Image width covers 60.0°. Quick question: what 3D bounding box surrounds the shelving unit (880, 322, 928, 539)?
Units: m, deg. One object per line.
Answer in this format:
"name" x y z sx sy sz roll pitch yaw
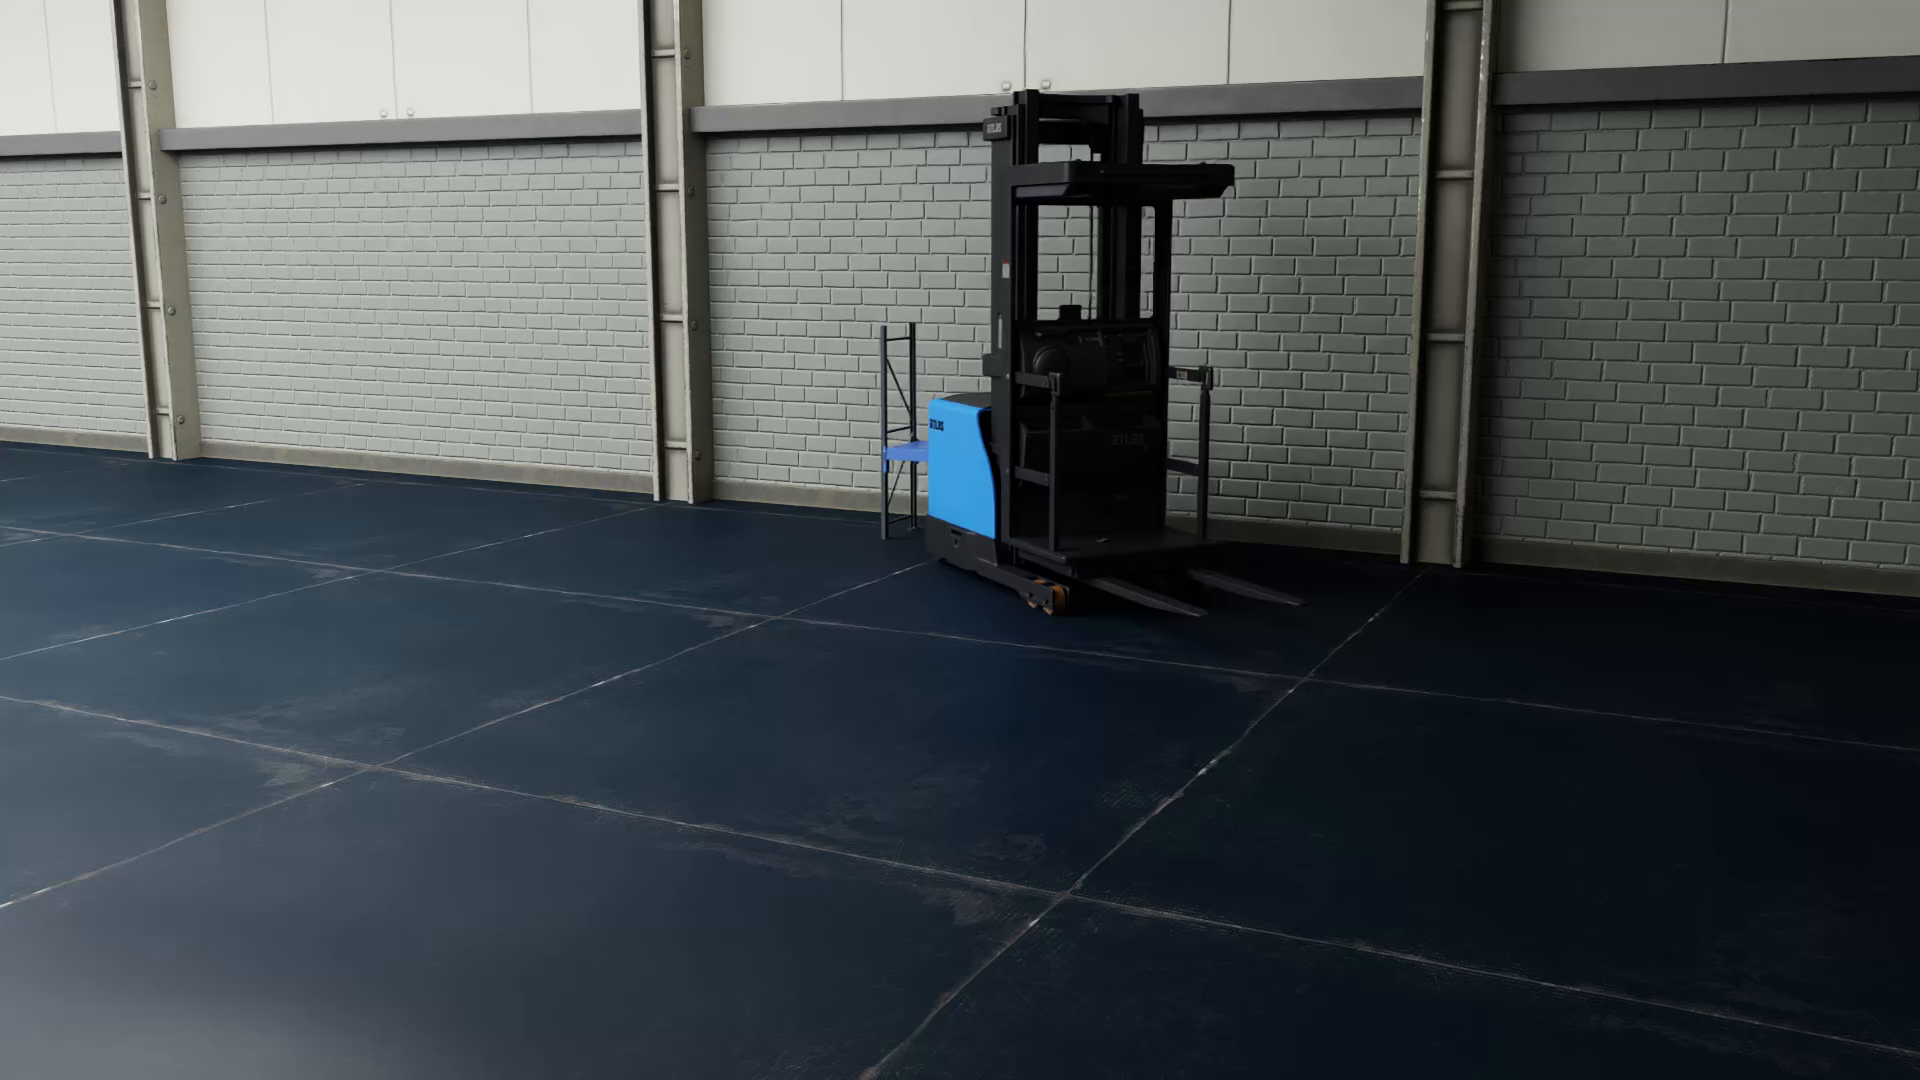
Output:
"shelving unit" 0.027 -0.746 11.639 1.048 1.500 0.538 5 11 24

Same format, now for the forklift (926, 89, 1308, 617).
"forklift" 0.863 -1.109 9.627 1.130 2.935 3.031 -5 11 -25

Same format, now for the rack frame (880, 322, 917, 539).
"rack frame" -0.435 -0.783 11.848 0.032 1.500 0.500 5 11 24

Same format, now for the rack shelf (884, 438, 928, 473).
"rack shelf" 0.027 -0.569 11.671 1.000 0.185 0.538 5 11 24

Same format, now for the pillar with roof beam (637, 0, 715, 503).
"pillar with roof beam" -4.153 -4.074 8.971 0.400 9.000 9.100 5 11 26

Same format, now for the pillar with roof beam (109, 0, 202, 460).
"pillar with roof beam" -9.534 -4.547 11.583 0.400 9.000 9.100 5 11 26

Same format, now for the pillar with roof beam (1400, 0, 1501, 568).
"pillar with roof beam" 1.228 -3.601 6.359 0.400 9.000 9.100 5 11 26
